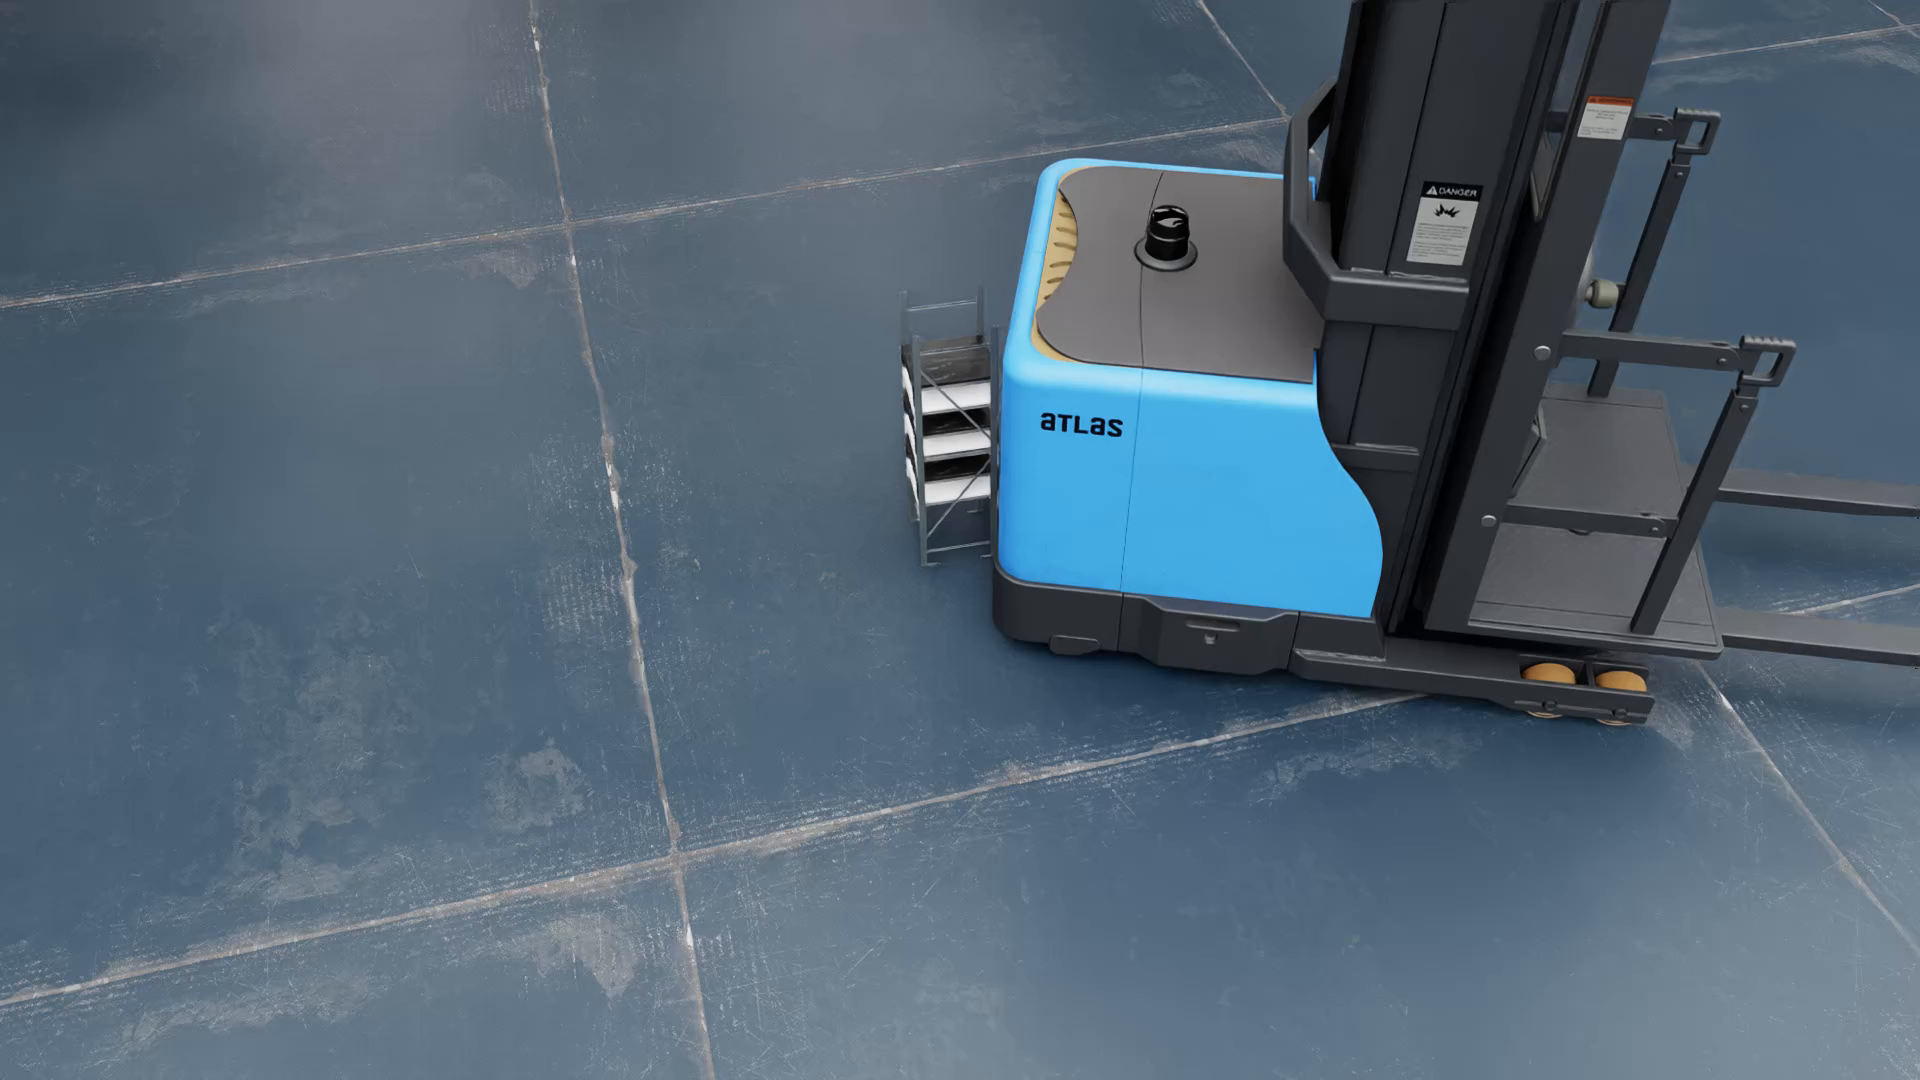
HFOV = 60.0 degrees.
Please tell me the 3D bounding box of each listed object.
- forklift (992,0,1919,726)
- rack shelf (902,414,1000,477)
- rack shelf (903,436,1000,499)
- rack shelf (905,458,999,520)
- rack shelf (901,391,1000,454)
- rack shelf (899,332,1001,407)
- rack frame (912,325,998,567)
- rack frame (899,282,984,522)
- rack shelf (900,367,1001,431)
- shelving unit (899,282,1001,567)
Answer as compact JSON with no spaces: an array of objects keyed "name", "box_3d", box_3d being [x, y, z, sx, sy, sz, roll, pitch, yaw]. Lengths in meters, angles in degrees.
[{"name":"forklift","box_3d":[1.656,-0.906,4.086,3.031,2.935,1.130,6,46,6]},{"name":"rack shelf","box_3d":[-0.027,-0.300,4.957,0.258,0.077,0.200,-8,46,-7]},{"name":"rack shelf","box_3d":[-0.026,-0.236,5.021,0.258,0.077,0.200,-8,46,-7]},{"name":"rack shelf","box_3d":[-0.025,-0.173,5.085,0.258,0.077,0.200,-8,46,-7]},{"name":"rack shelf","box_3d":[-0.028,-0.363,4.893,0.258,0.077,0.200,-8,46,-7]},{"name":"rack shelf","box_3d":[-0.030,-0.490,4.766,0.258,0.077,0.200,-8,46,-7]},{"name":"rack frame","box_3d":[-0.008,-0.253,4.863,0.240,0.900,0.006,-8,46,-7]},{"name":"rack frame","box_3d":[-0.047,-0.394,5.004,0.240,0.900,0.006,-8,46,-7]},{"name":"rack shelf","box_3d":[-0.029,-0.427,4.830,0.258,0.077,0.200,-8,46,-7]},{"name":"shelving unit","box_3d":[-0.027,-0.323,4.934,0.258,0.900,0.210,-8,46,-7]}]
